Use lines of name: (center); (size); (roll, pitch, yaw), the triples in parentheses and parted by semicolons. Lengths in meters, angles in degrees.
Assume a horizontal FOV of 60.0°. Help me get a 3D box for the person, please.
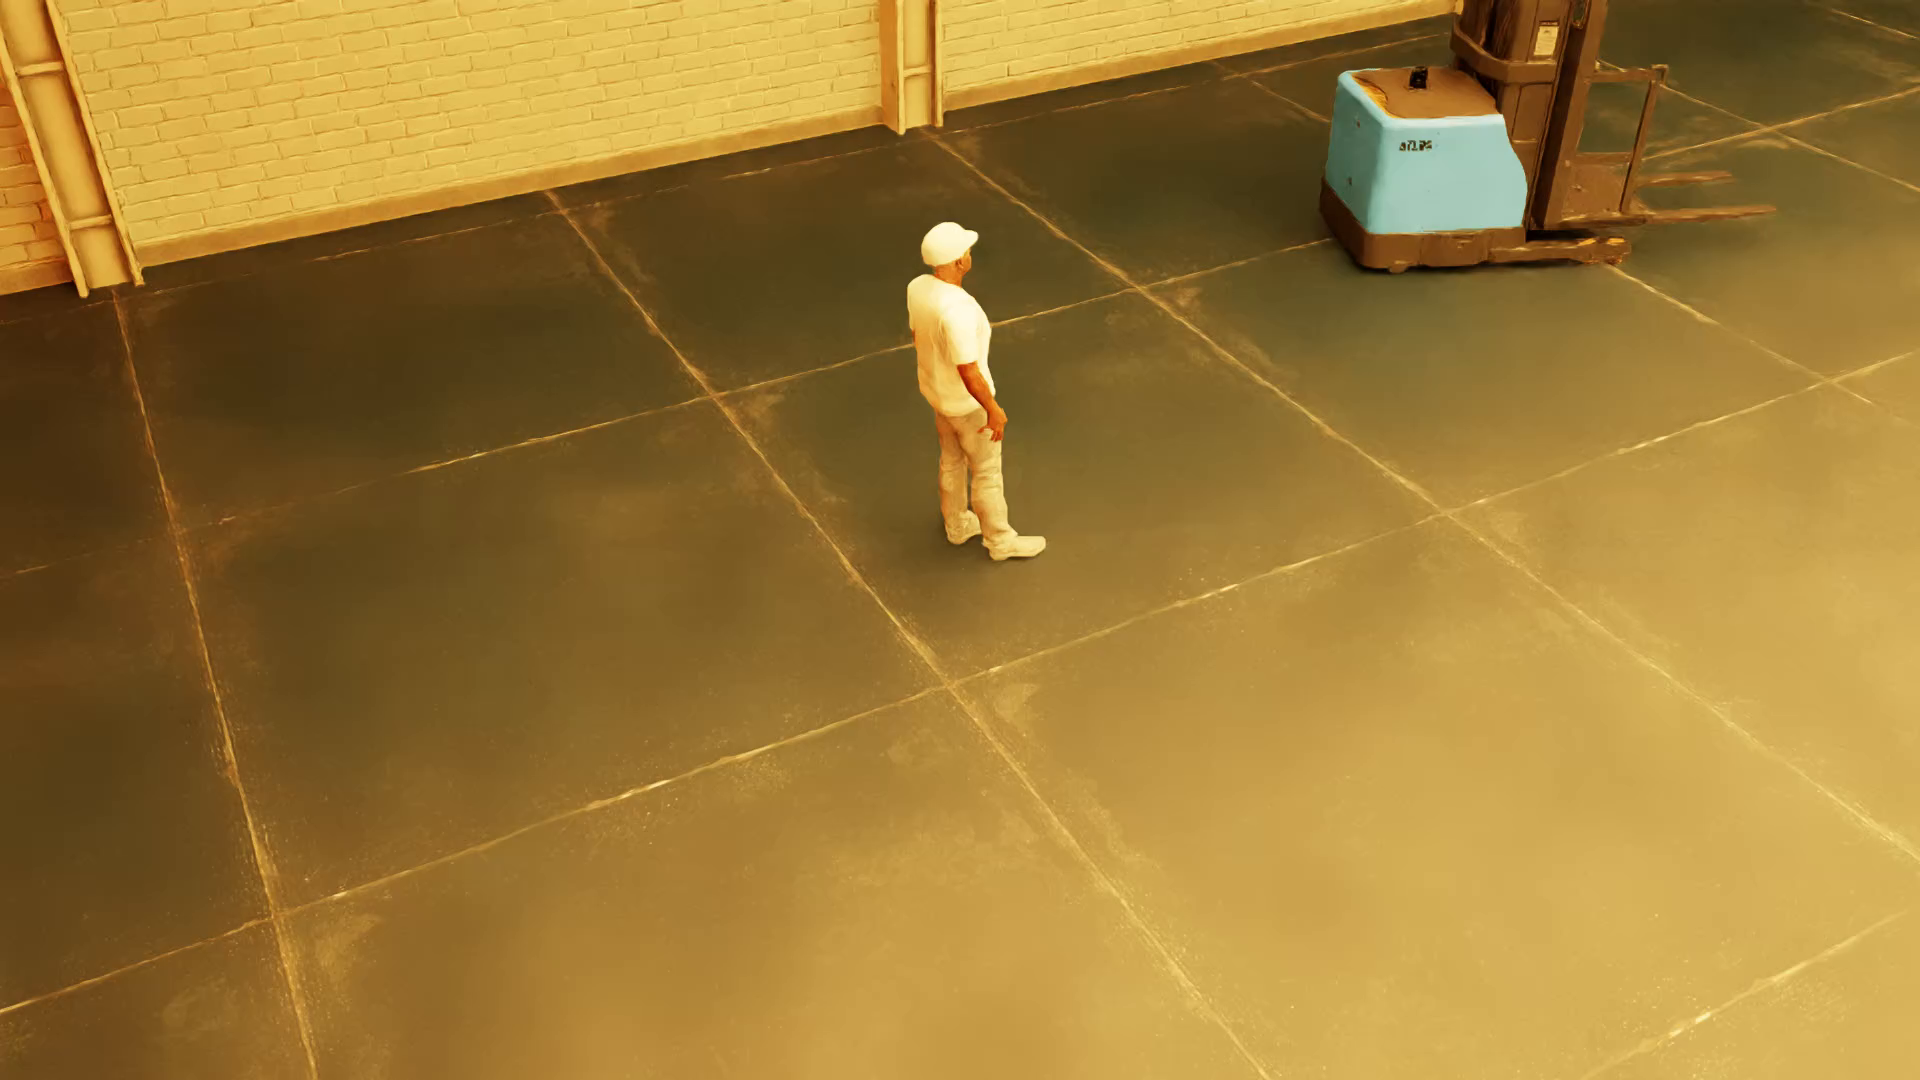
person: (0.064, -0.743, 8.171); (0.576, 1.766, 0.665); (-17, 39, -23)

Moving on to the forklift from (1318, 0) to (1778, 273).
forklift: (4.119, -3.370, 10.890); (3.031, 2.935, 1.130); (-5, 36, -7)
